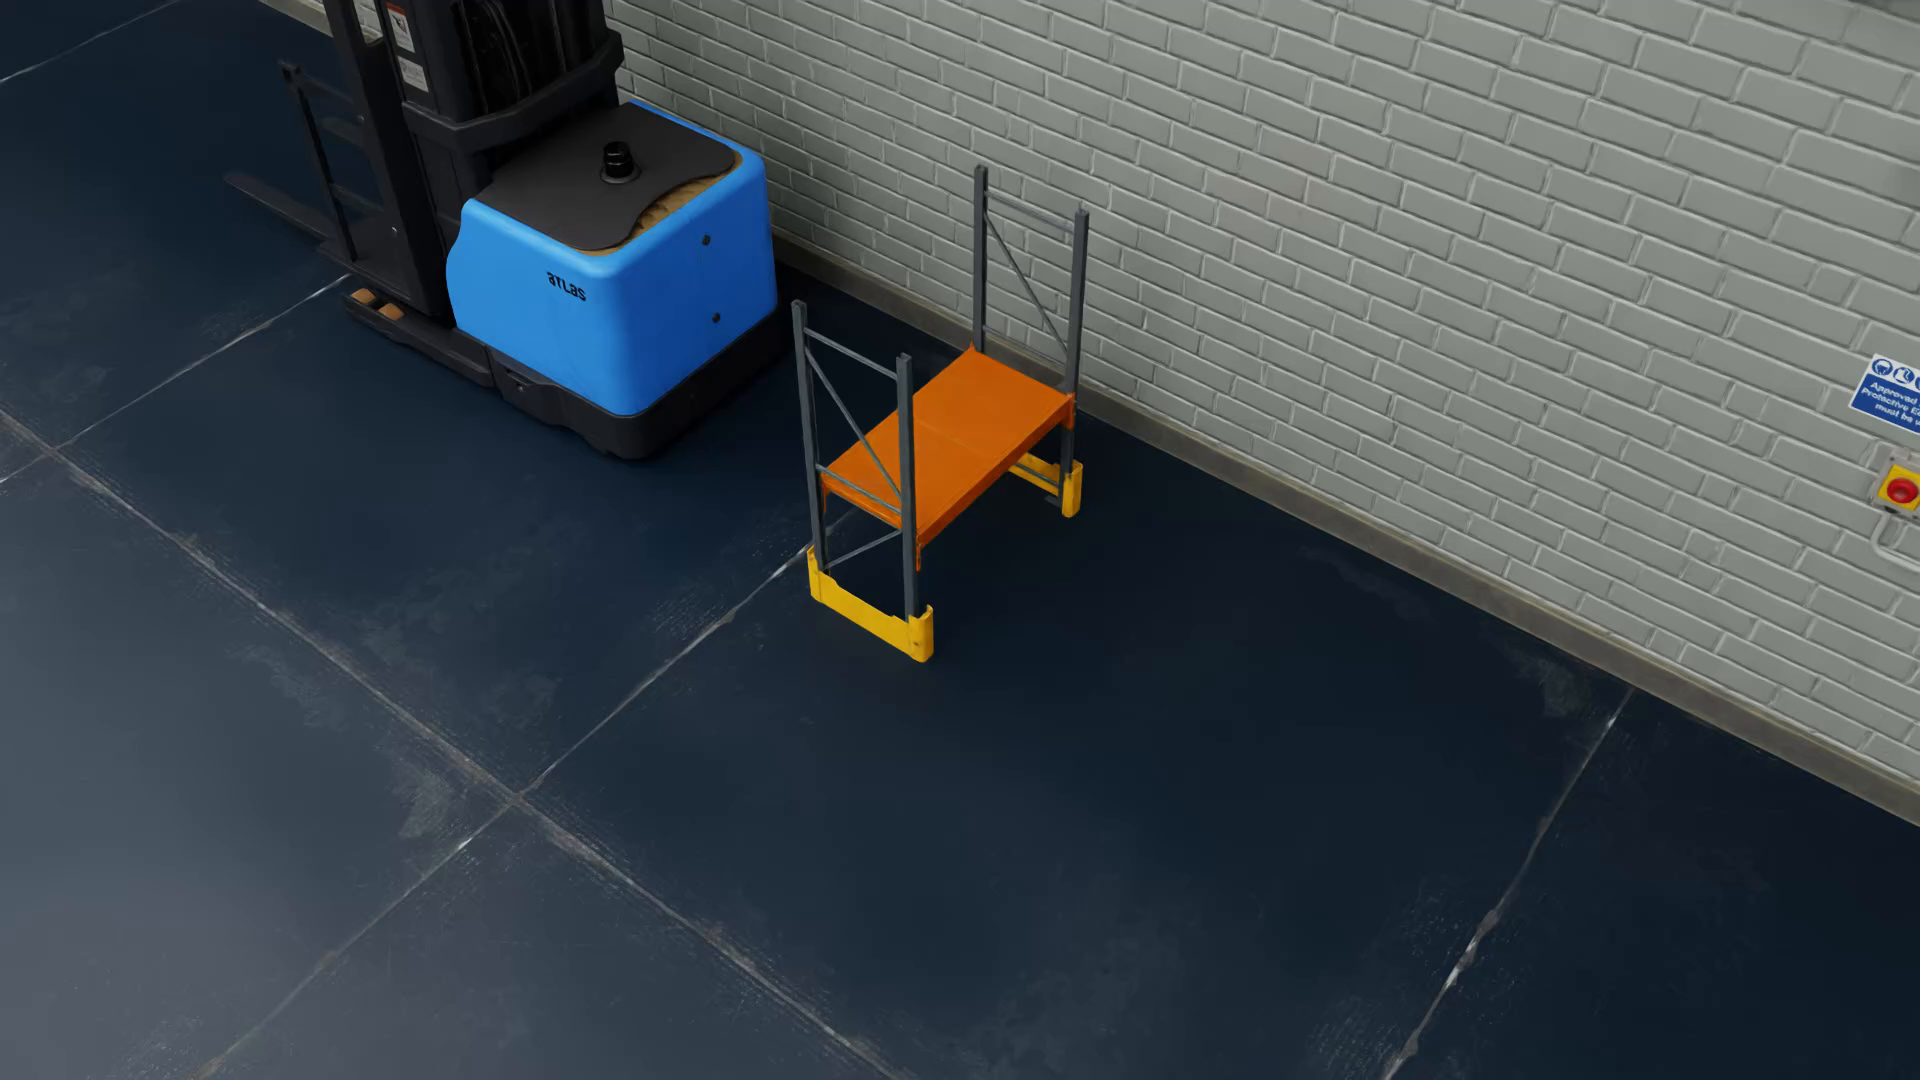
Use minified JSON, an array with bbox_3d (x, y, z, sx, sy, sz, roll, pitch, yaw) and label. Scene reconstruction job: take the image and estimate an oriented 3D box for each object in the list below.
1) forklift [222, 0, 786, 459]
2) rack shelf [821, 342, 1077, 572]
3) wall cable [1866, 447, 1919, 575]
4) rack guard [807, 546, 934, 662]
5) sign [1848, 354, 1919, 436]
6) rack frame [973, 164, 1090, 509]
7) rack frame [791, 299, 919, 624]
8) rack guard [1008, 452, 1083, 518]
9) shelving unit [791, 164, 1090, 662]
[{"bbox_3d":[-2.293,-2.233,7.021,3.031,2.935,1.130,28,52,24],"label":"forklift"},{"bbox_3d":[-0.052,-0.345,6.456,0.538,0.185,1.000,29,53,25],"label":"rack shelf"},{"bbox_3d":[2.906,-0.632,4.720,0.585,1.953,0.123,29,53,25],"label":"wall cable"},{"bbox_3d":[-0.351,0.242,6.510,0.587,0.250,0.087,29,53,25],"label":"rack guard"},{"bbox_3d":[2.905,-0.420,5.055,0.327,0.218,0.001,29,53,25],"label":"sign"},{"bbox_3d":[0.259,-0.760,6.604,0.500,1.500,0.032,29,53,25],"label":"rack frame"},{"bbox_3d":[-0.363,-0.178,6.048,0.500,1.500,0.032,29,53,25],"label":"rack frame"},{"bbox_3d":[0.258,-0.328,7.055,0.587,0.250,0.087,29,53,25],"label":"rack guard"},{"bbox_3d":[-0.047,-0.474,6.331,0.587,1.500,1.083,29,53,25],"label":"shelving unit"}]
